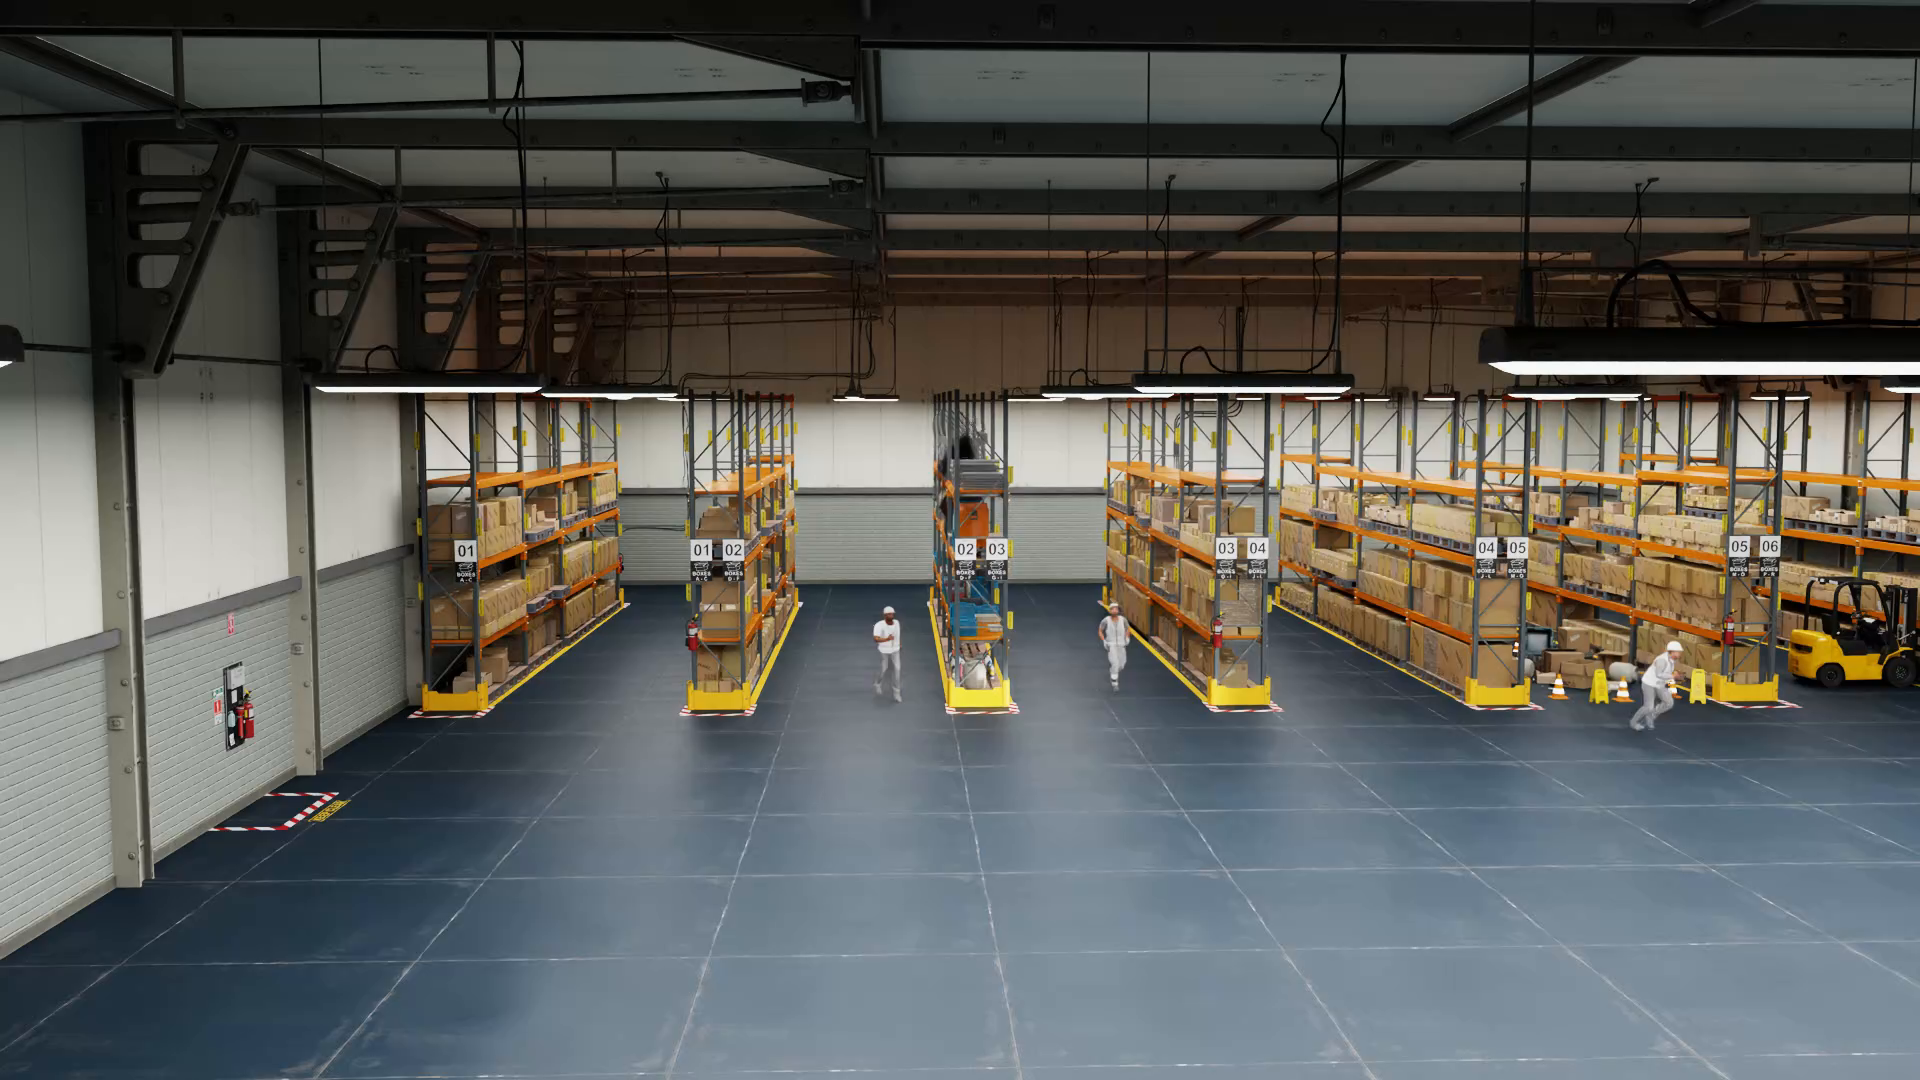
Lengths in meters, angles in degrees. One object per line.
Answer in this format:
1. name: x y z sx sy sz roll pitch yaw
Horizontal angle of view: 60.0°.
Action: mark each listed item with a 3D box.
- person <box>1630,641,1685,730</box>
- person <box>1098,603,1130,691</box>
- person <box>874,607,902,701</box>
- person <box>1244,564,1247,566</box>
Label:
1. person: 12.205 2.537 29.025 0.933 1.606 0.689 5 7 45
2. person: 3.106 2.130 33.433 0.651 1.757 0.627 -1 5 -8
3. person: -1.404 2.184 32.356 0.681 1.803 0.897 -2 5 -27
4. person: 8.633 0.896 48.717 0.697 1.711 0.606 3 5 30
